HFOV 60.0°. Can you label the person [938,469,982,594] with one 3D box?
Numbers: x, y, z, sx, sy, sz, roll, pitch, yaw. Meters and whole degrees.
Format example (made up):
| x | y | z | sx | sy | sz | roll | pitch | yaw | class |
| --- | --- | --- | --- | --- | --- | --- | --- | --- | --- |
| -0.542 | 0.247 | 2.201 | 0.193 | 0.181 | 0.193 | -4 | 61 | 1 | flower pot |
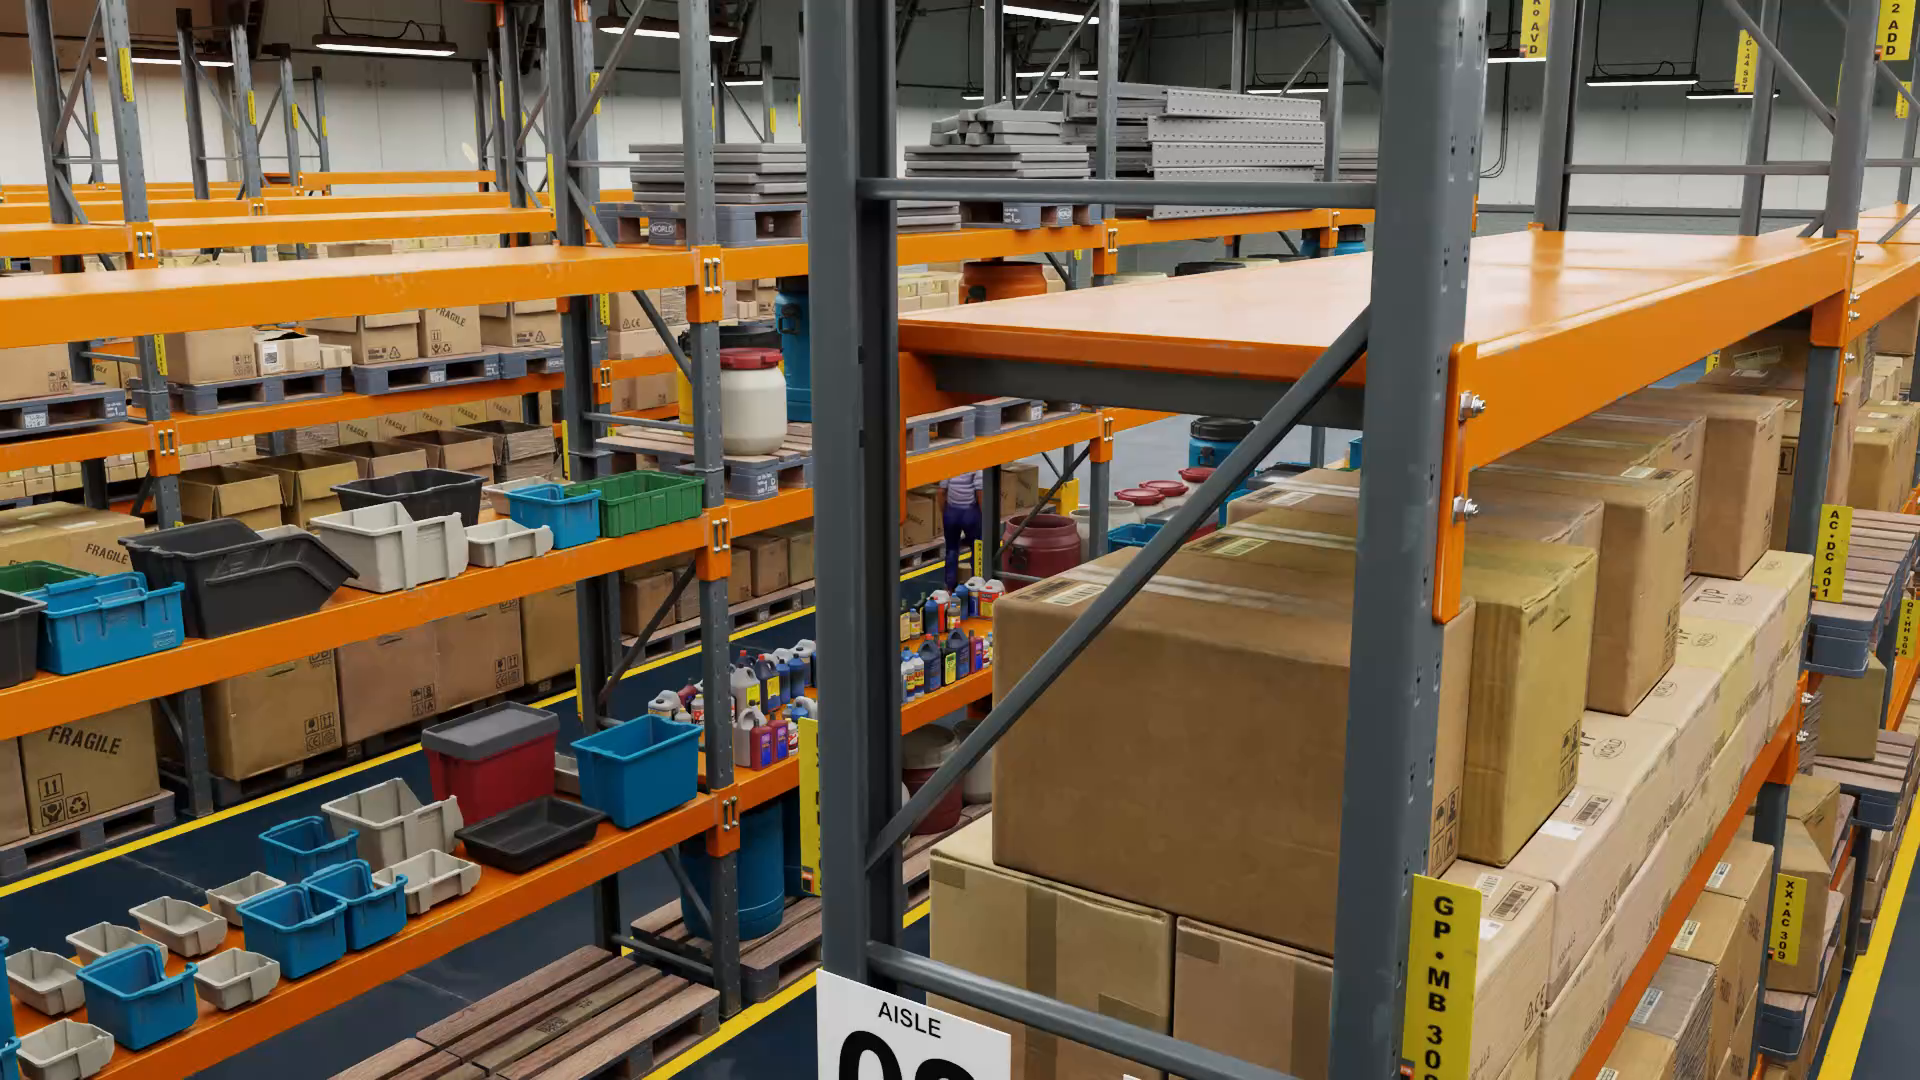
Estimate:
| x | y | z | sx | sy | sz | roll | pitch | yaw | class |
| --- | --- | --- | --- | --- | --- | --- | --- | --- | --- |
| 0.040 | -0.234 | 17.505 | 0.539 | 1.652 | 0.372 | 4 | 14 | 15 | person |
